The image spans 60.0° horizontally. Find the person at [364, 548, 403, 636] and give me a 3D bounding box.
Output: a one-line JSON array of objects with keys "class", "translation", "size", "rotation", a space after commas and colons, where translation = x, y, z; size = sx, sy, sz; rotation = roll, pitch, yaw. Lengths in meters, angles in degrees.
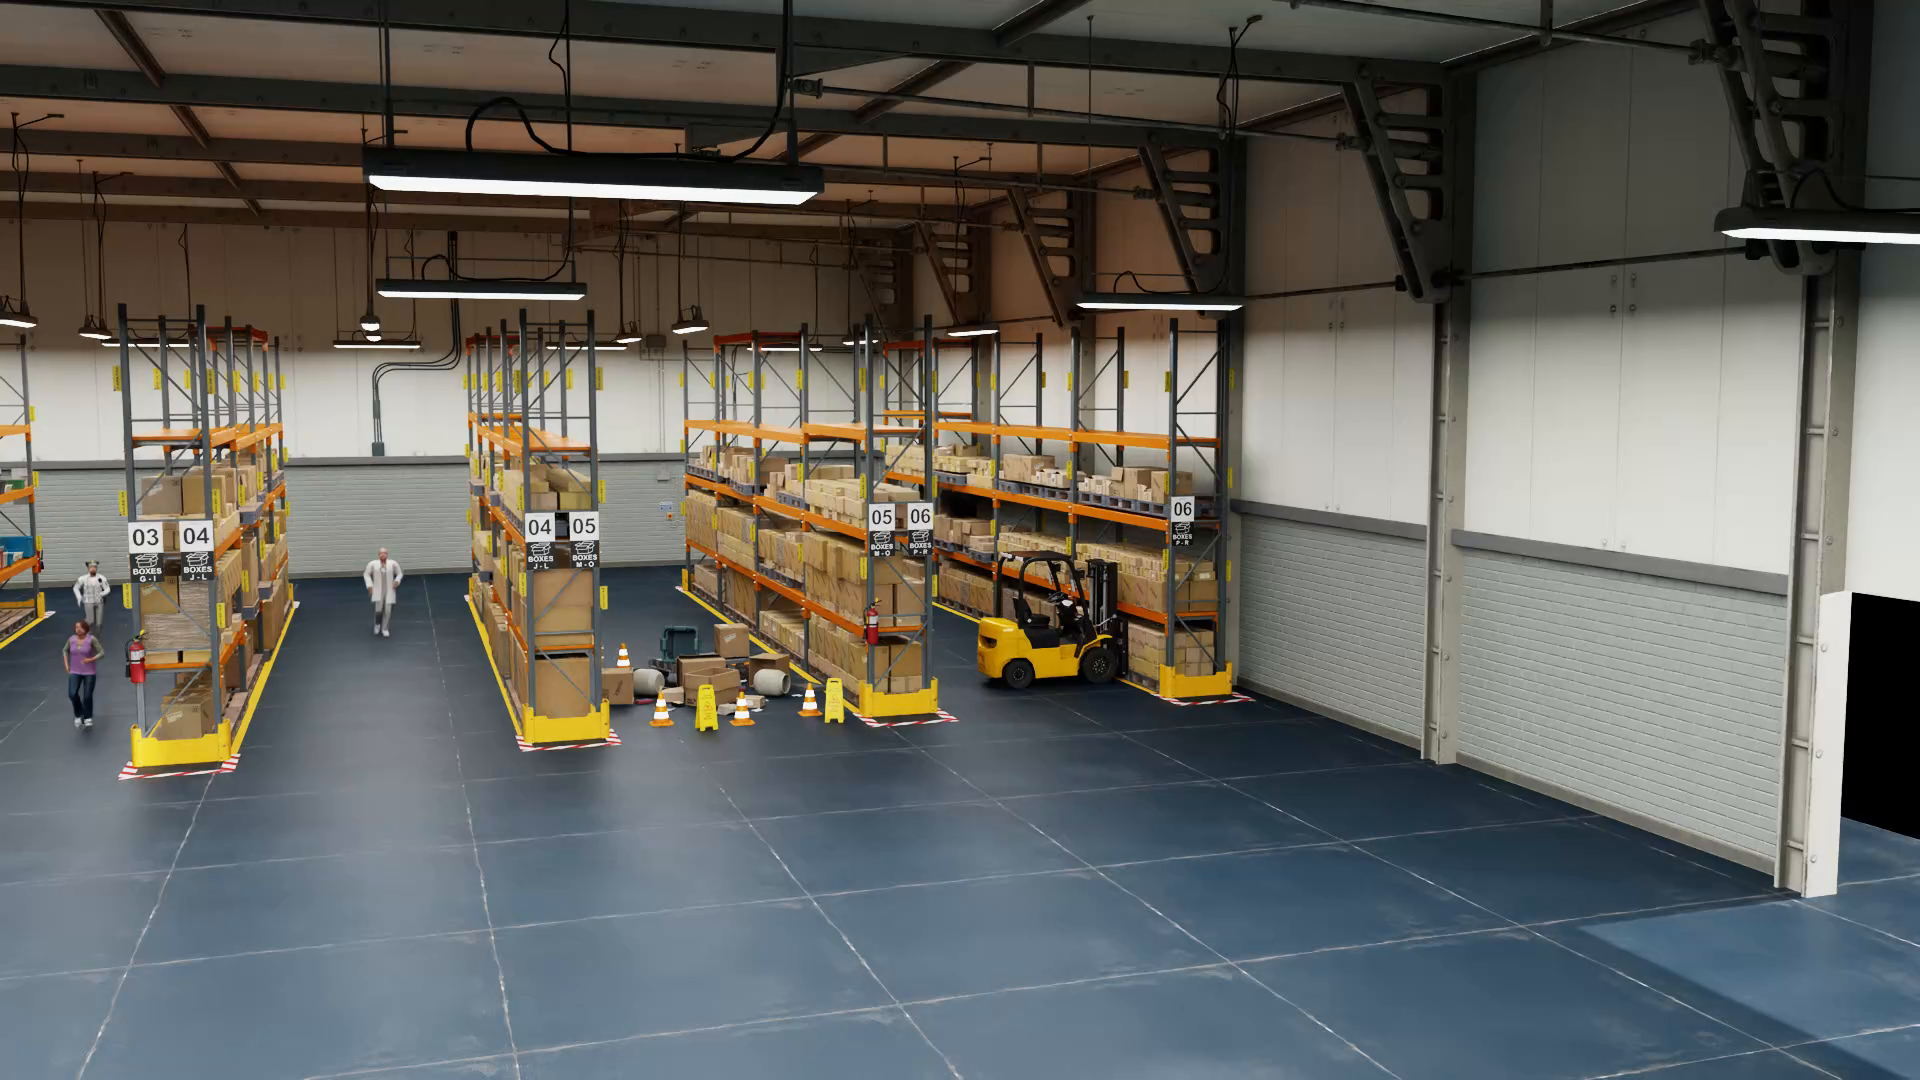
[{"class": "person", "translation": [-11.342, 1.028, 32.771], "size": [0.722, 1.746, 0.628], "rotation": [-2, 6, -24]}]

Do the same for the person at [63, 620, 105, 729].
[{"class": "person", "translation": [-12.626, 1.943, 23.953], "size": [0.593, 1.565, 0.557], "rotation": [-1, 6, -13]}]

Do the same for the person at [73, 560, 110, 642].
[{"class": "person", "translation": [-16.341, 1.198, 31.366], "size": [0.599, 1.657, 0.562], "rotation": [-4, 7, -35]}]
